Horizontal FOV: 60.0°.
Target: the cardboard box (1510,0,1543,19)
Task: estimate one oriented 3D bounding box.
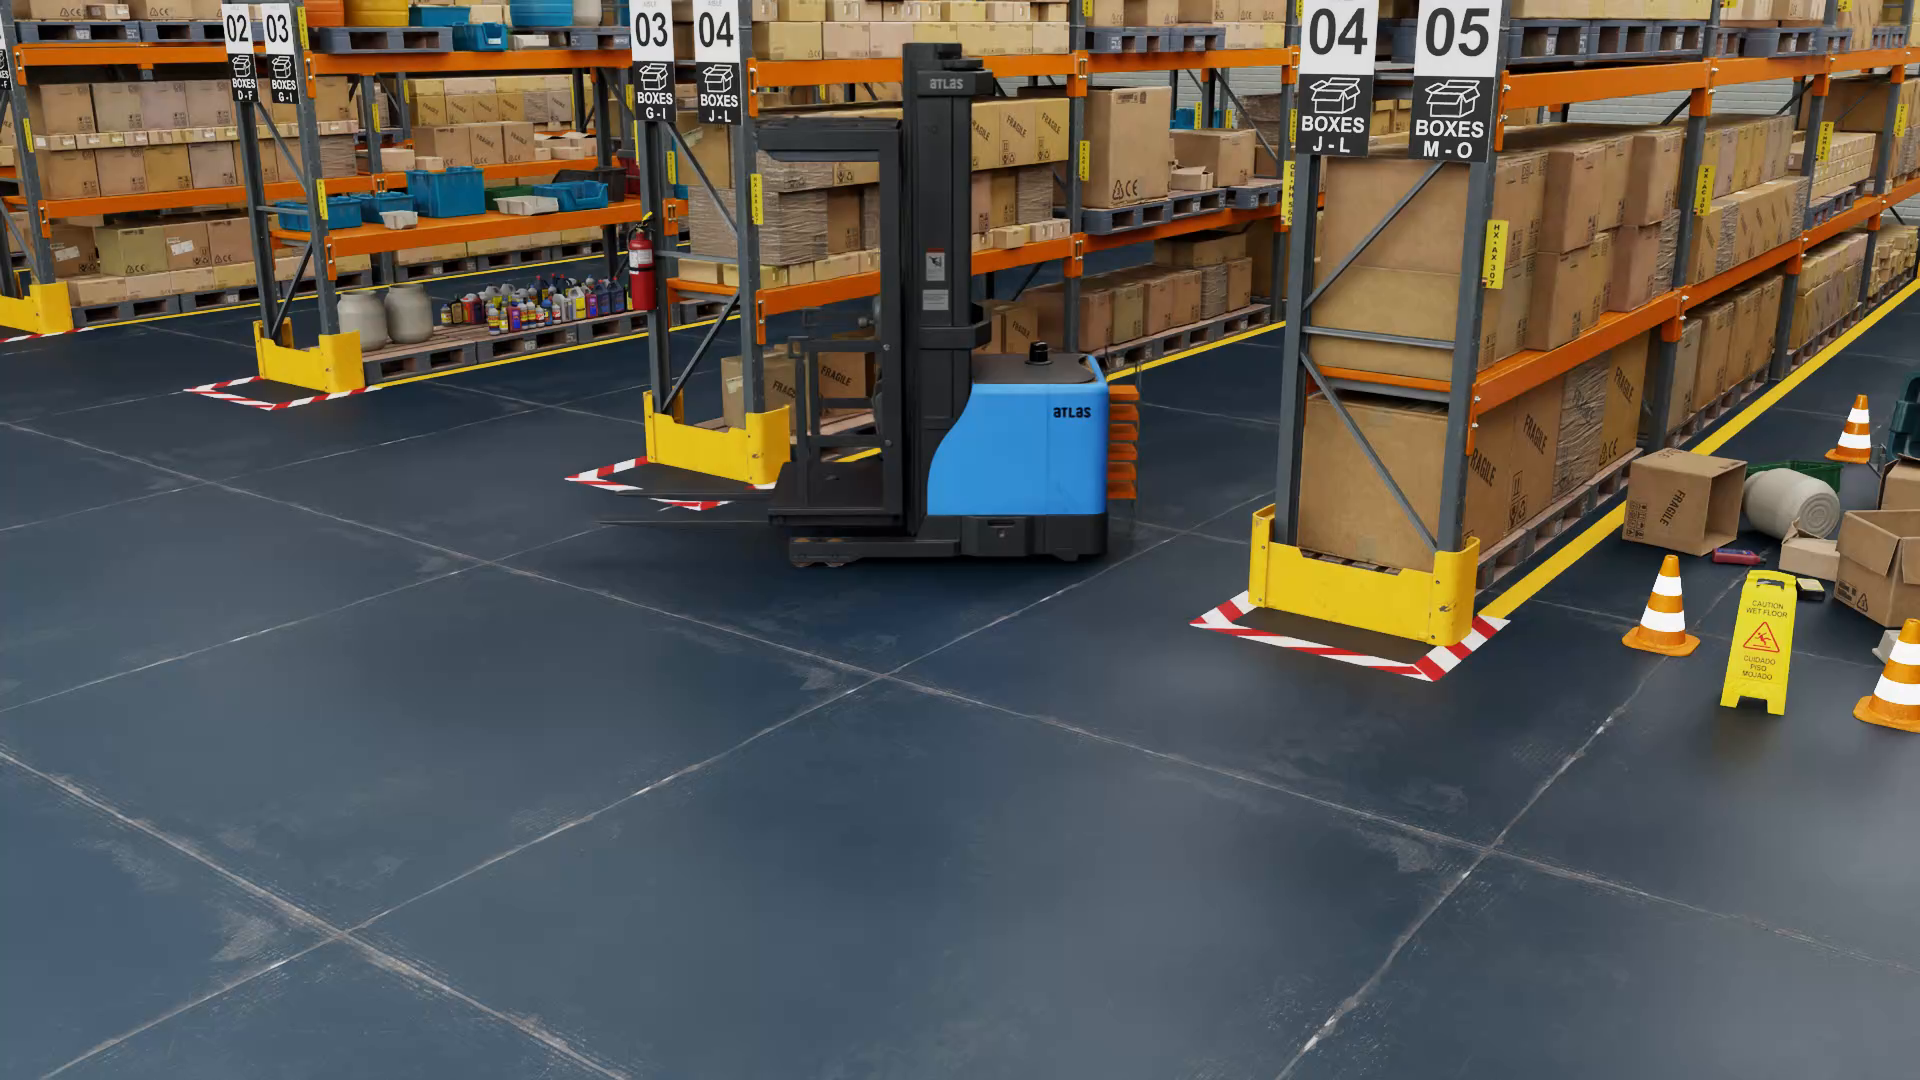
[{"bbox_3d":[2.607,-2.616,8.098,0.380,0.149,0.250,13,21,35],"label":"cardboard box"}]

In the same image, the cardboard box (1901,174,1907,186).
[{"bbox_3d":[10.472,-4.100,18.812,0.380,0.149,0.250,14,22,37],"label":"cardboard box"}]

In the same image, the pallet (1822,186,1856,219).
[{"bbox_3d":[8.058,-3.322,16.208,1.003,0.211,1.213,12,21,35],"label":"pallet"}]

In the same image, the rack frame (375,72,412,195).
[{"bbox_3d":[-8.945,-6.462,25.994,1.000,3.000,0.127,12,21,35],"label":"rack frame"}]

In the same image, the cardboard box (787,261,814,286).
[{"bbox_3d":[-1.252,-1.892,11.703,0.380,0.149,0.250,12,21,35],"label":"cardboard box"}]

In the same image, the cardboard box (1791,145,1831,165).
[{"bbox_3d":[7.809,-3.561,15.365,0.380,0.149,0.250,11,21,32],"label":"cardboard box"}]

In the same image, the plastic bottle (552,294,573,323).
[{"bbox_3d":[-3.931,-2.303,16.452,0.152,0.276,0.135,13,21,36],"label":"plastic bottle"}]

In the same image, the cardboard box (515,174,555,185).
[{"bbox_3d":[-7.372,-6.198,28.063,0.750,0.750,0.750,13,22,36],"label":"cardboard box"}]

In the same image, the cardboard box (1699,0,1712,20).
[{"bbox_3d":[4.568,-3.400,10.624,0.380,0.149,0.250,12,21,34],"label":"cardboard box"}]

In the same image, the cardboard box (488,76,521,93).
[{"bbox_3d":[-7.554,-7.452,27.216,0.500,0.250,0.500,12,21,34],"label":"cardboard box"}]

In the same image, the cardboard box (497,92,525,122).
[{"bbox_3d":[-7.530,-7.098,27.339,0.500,0.500,0.500,13,22,36],"label":"cardboard box"}]

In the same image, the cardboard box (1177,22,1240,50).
[{"bbox_3d":[2.316,-4.801,15.840,0.500,0.250,0.500,13,22,36],"label":"cardboard box"}]

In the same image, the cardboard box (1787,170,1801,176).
[{"bbox_3d":[7.361,-3.238,14.826,0.380,0.149,0.250,14,22,37],"label":"cardboard box"}]

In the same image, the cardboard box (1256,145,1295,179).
[{"bbox_3d":[3.497,-3.951,17.741,0.500,0.500,0.500,13,22,36],"label":"cardboard box"}]

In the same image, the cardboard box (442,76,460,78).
[{"bbox_3d":[-8.264,-7.417,27.103,0.500,0.250,0.500,12,21,33],"label":"cardboard box"}]

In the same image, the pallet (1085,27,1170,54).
[{"bbox_3d":[1.059,-4.354,14.466,1.213,0.211,1.003,12,21,35],"label":"pallet"}]

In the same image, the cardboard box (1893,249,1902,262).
[{"bbox_3d":[10.819,-3.338,19.533,0.380,0.149,0.250,14,22,37],"label":"cardboard box"}]

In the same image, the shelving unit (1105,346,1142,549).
[{"bbox_3d":[0.966,-0.554,10.003,0.189,1.200,0.258,0,17,-1],"label":"shelving unit"}]

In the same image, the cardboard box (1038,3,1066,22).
[{"bbox_3d":[0.644,-4.306,13.575,0.380,0.149,0.250,13,22,36],"label":"cardboard box"}]

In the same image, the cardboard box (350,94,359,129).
[{"bbox_3d":[-9.529,-6.468,25.104,0.700,0.500,0.500,10,20,30],"label":"cardboard box"}]

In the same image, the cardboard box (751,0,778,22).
[{"bbox_3d":[-1.428,-3.507,11.000,0.380,0.149,0.250,12,21,34],"label":"cardboard box"}]

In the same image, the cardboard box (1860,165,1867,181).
[{"bbox_3d":[9.063,-3.777,17.064,0.380,0.149,0.250,13,21,35],"label":"cardboard box"}]

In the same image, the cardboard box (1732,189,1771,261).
[{"bbox_3d":[5.961,-2.468,12.965,0.500,0.500,0.500,13,21,36],"label":"cardboard box"}]

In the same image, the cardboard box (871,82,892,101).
[{"bbox_3d":[-1.461,-7.373,27.074,0.500,0.500,0.500,12,21,33],"label":"cardboard box"}]

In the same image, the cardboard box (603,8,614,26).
[{"bbox_3d":[-4.732,-7.177,23.072,0.910,0.500,0.500,12,21,35],"label":"cardboard box"}]

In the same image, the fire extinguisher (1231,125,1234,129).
[{"bbox_3d":[4.232,-6.357,26.416,0.296,0.674,0.183,12,21,35],"label":"fire extinguisher"}]

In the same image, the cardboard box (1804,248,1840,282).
[{"bbox_3d":[8.124,-2.658,15.988,0.500,0.250,0.500,13,21,35],"label":"cardboard box"}]

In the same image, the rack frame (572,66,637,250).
[{"bbox_3d":[-4.965,-5.587,23.178,1.000,3.000,0.127,12,21,35],"label":"rack frame"}]

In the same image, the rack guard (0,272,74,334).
[{"bbox_3d":[-9.746,-2.482,17.395,1.175,0.500,0.348,12,21,35],"label":"rack guard"}]

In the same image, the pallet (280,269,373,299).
[{"bbox_3d":[-7.856,-3.121,19.938,1.003,0.211,1.213,12,21,35],"label":"pallet"}]

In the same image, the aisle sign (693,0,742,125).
[{"bbox_3d":[-1.574,-3.104,10.799,0.394,0.787,0.004,12,21,35],"label":"aisle sign"}]

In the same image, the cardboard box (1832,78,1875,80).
[{"bbox_3d":[9.978,-4.959,18.798,0.500,0.500,0.500,13,22,36],"label":"cardboard box"}]

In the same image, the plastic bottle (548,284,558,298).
[{"bbox_3d":[-4.176,-2.491,17.065,0.097,0.271,0.097,0,17,0],"label":"plastic bottle"}]

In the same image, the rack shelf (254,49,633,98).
[{"bbox_3d":[-4.564,-4.371,15.417,1.077,0.370,4.000,12,21,35],"label":"rack shelf"}]

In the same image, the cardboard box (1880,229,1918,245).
[{"bbox_3d":[11.318,-3.659,20.065,0.380,0.149,0.250,12,21,33],"label":"cardboard box"}]

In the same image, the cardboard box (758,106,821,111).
[{"bbox_3d":[-1.355,-2.893,12.144,0.500,0.500,0.500,12,21,35],"label":"cardboard box"}]

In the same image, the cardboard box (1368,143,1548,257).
[{"bbox_3d":[2.651,-1.846,9.057,0.875,0.550,0.550,12,21,35],"label":"cardboard box"}]

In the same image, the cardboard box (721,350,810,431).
[{"bbox_3d":[-1.393,-1.083,12.180,0.500,0.500,0.500,-15,23,-40],"label":"cardboard box"}]

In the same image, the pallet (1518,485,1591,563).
[{"bbox_3d":[3.286,-0.192,10.506,1.003,0.211,1.213,12,21,35],"label":"pallet"}]

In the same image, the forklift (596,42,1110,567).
[{"bbox_3d":[-0.647,-1.398,9.803,3.031,2.935,1.130,0,17,-1],"label":"forklift"}]

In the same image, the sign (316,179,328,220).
[{"bbox_3d":[-5.317,-2.840,13.863,0.100,0.325,0.005,12,21,35],"label":"sign"}]

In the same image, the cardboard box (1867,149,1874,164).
[{"bbox_3d":[9.217,-3.981,17.220,0.380,0.149,0.250,13,22,36],"label":"cardboard box"}]

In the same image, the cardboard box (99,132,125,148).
[{"bbox_3d":[-9.020,-4.217,17.504,0.380,0.149,0.250,13,21,35],"label":"cardboard box"}]

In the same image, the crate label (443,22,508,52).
[{"bbox_3d":[-4.375,-4.555,15.046,0.502,0.251,0.408,12,21,35],"label":"crate label"}]

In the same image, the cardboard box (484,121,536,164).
[{"bbox_3d":[-5.952,-5.233,21.867,0.500,0.500,0.500,11,20,32],"label":"cardboard box"}]

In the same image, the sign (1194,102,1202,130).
[{"bbox_3d":[2.541,-4.486,17.680,0.100,0.325,0.005,12,21,35],"label":"sign"}]

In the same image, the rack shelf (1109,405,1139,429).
[{"bbox_3d":[0.966,-0.740,9.945,0.180,0.103,0.258,0,17,-1],"label":"rack shelf"}]

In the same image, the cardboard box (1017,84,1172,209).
[{"bbox_3d":[1.191,-3.535,14.849,1.000,1.000,1.000,13,21,35],"label":"cardboard box"}]

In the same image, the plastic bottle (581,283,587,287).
[{"bbox_3d":[-3.975,-2.610,17.566,0.097,0.201,0.097,0,17,0],"label":"plastic bottle"}]

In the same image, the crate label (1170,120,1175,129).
[{"bbox_3d":[3.366,-6.565,26.506,0.416,0.233,0.303,12,21,35],"label":"crate label"}]

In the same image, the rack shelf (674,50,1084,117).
[{"bbox_3d":[-0.586,-3.496,12.598,1.077,0.370,4.000,12,21,35],"label":"rack shelf"}]

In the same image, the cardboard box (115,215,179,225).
[{"bbox_3d":[-9.067,-3.349,18.633,0.500,0.500,0.500,12,21,35],"label":"cardboard box"}]

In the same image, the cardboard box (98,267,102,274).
[{"bbox_3d":[-9.361,-2.870,18.358,0.500,0.250,0.500,12,21,35],"label":"cardboard box"}]

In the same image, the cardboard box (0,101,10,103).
[{"bbox_3d":[-12.389,-5.490,21.819,0.500,0.500,0.500,13,22,36],"label":"cardboard box"}]

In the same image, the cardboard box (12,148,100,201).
[{"bbox_3d":[-9.443,-3.839,17.378,0.700,0.500,0.500,12,21,35],"label":"cardboard box"}]

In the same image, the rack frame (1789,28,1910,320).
[{"bbox_3d":[9.295,-3.888,17.706,1.000,3.000,0.127,12,21,35],"label":"rack frame"}]
